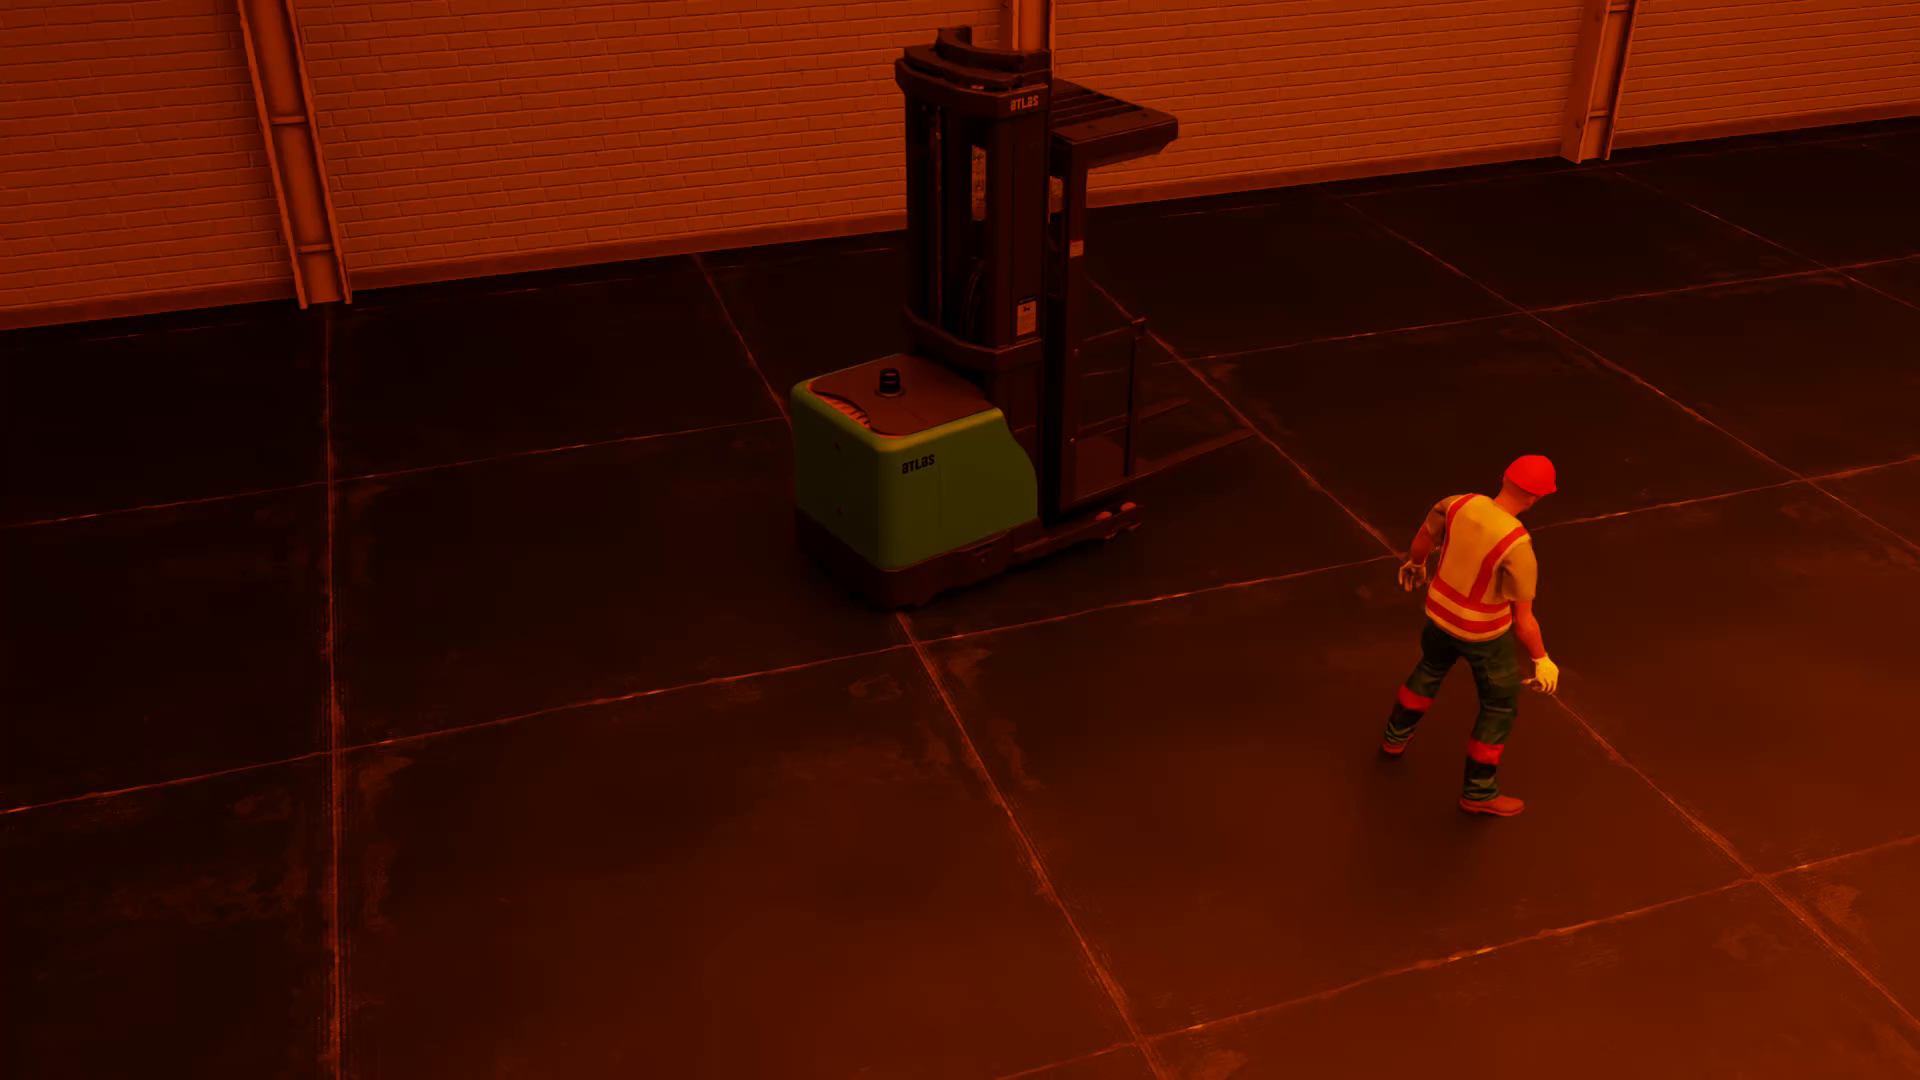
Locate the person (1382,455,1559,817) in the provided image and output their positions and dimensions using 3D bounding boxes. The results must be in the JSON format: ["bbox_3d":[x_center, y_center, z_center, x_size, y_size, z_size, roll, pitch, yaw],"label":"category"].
[{"bbox_3d":[2.403,0.373,7.660,0.437,1.735,0.953,-15,33,-25],"label":"person"}]

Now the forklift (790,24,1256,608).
[{"bbox_3d":[0.509,-1.467,9.636,3.031,2.935,1.130,-20,36,-31],"label":"forklift"}]
